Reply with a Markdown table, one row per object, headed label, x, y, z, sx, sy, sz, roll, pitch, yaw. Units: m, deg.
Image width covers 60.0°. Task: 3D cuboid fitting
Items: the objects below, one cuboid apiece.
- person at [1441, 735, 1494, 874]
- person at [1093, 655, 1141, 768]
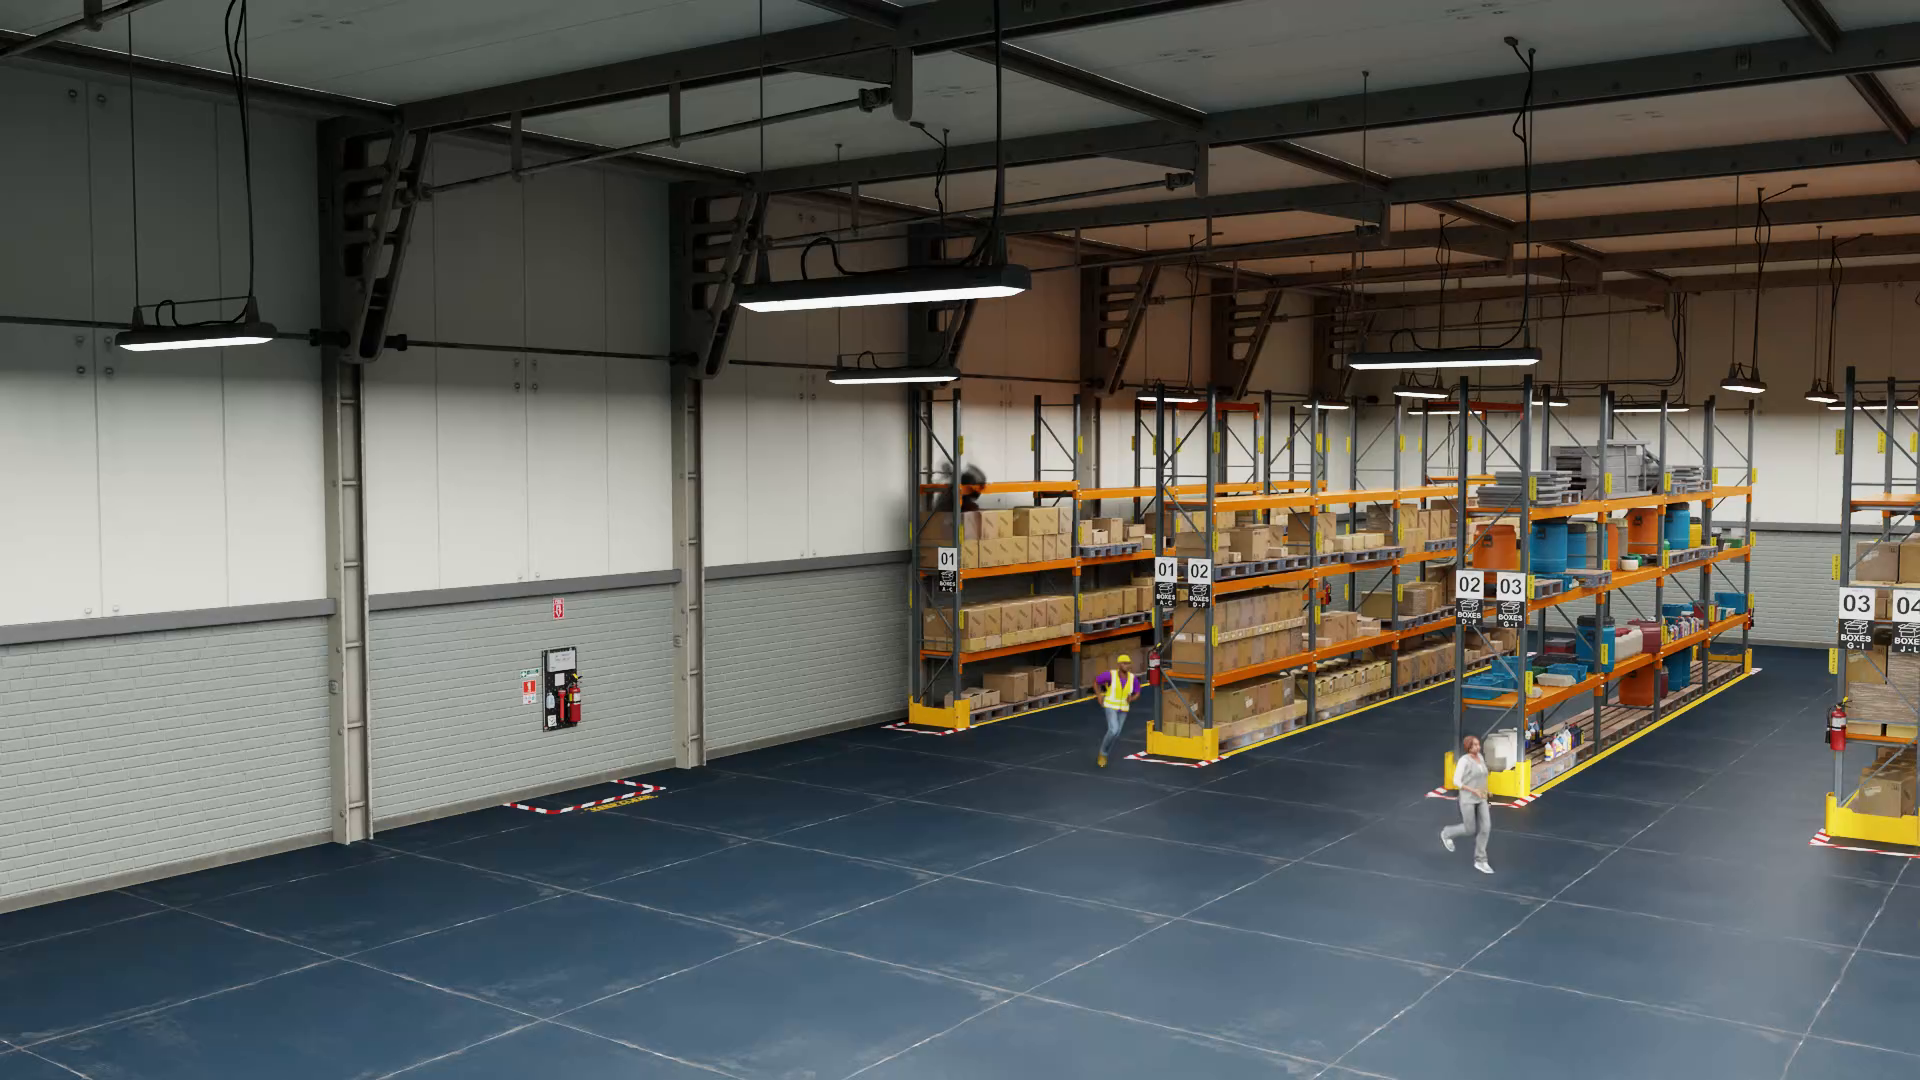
| label | x | y | z | sx | sy | sz | roll | pitch | yaw |
| --- | --- | --- | --- | --- | --- | --- | --- | --- | --- |
| person | 6.040 | 3.099 | 19.717 | 0.549 | 1.595 | 0.770 | -2 | 4 | -29 |
| person | 2.460 | 2.661 | 25.976 | 0.713 | 1.762 | 0.664 | -1 | 3 | -21 |
